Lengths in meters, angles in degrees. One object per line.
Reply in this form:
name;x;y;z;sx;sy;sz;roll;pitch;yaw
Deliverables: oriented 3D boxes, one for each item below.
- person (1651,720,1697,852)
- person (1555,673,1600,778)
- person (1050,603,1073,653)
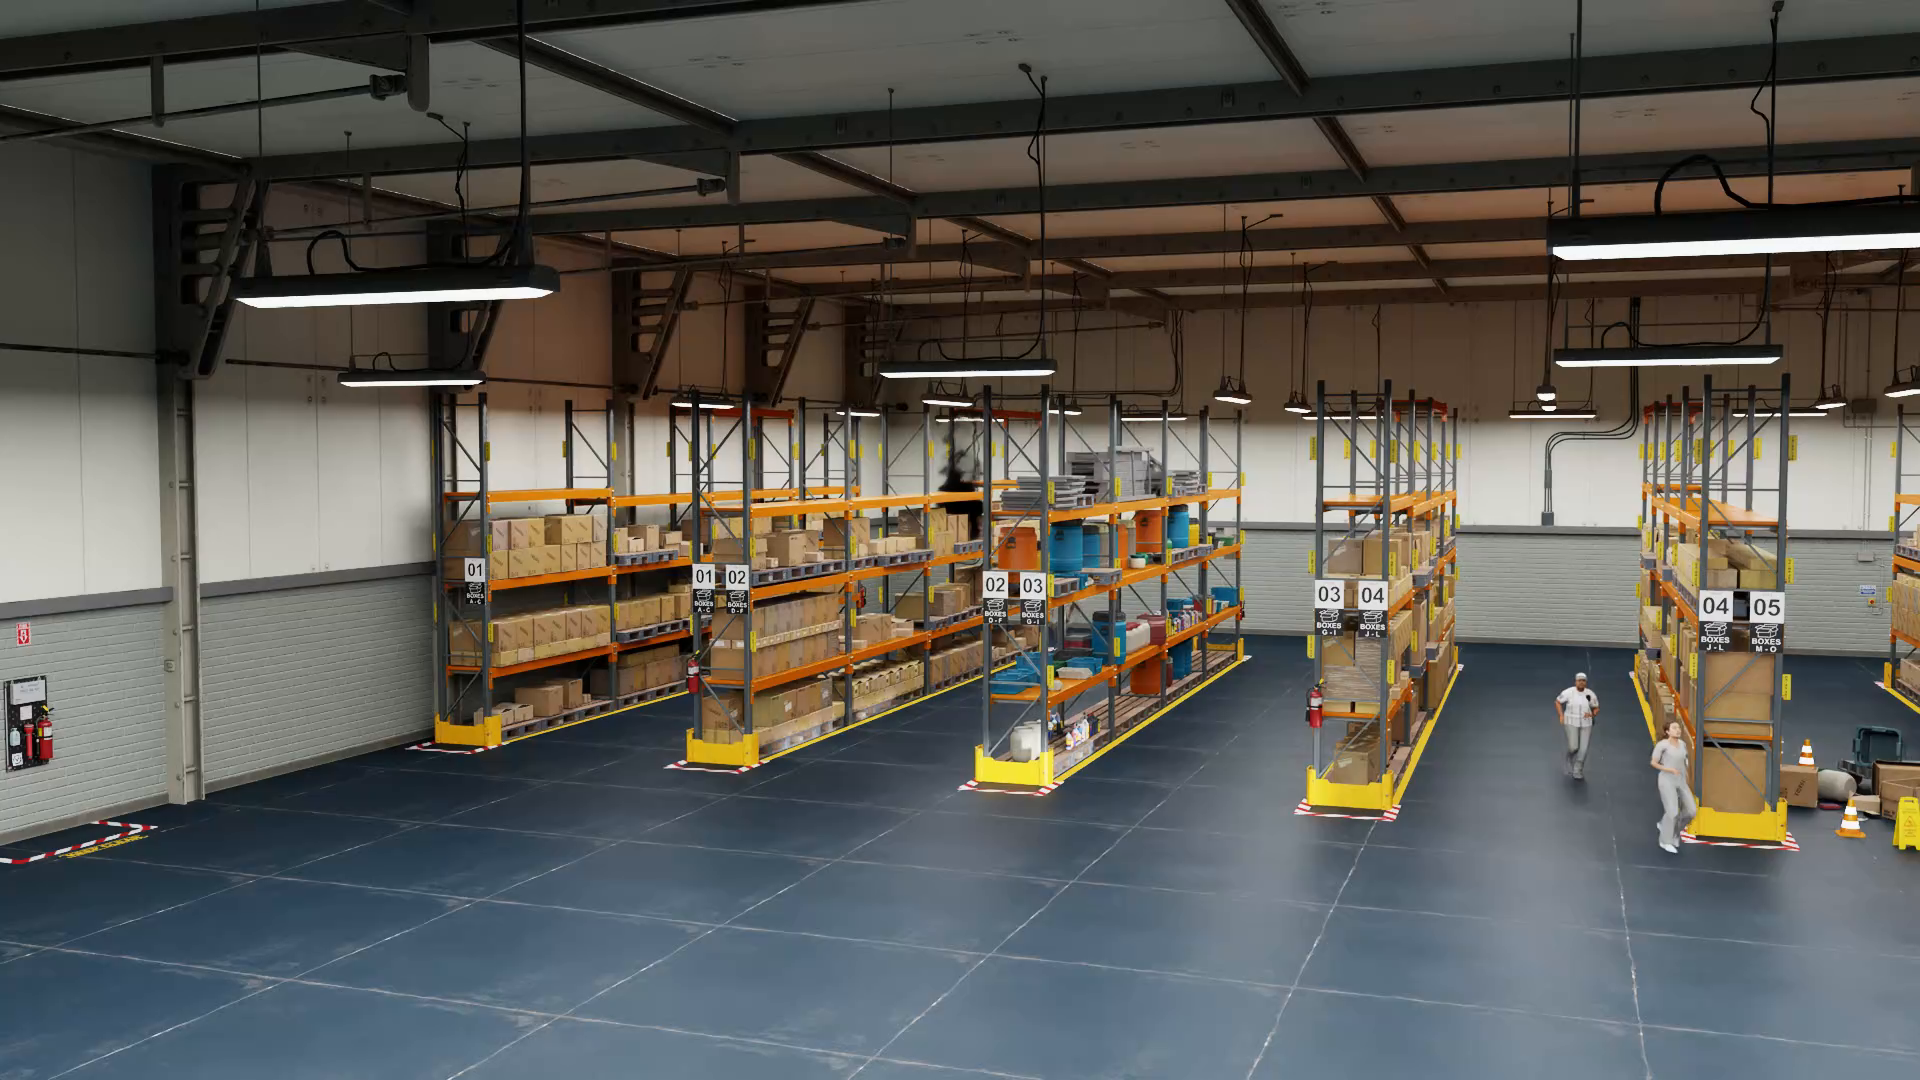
person;8.970;3.085;20.837;0.587;1.662;0.526;-1;3;-18
person;9.432;2.835;25.350;0.609;1.624;0.561;0;3;9
person;2.237;1.894;37.489;0.586;1.739;0.797;1;3;14
